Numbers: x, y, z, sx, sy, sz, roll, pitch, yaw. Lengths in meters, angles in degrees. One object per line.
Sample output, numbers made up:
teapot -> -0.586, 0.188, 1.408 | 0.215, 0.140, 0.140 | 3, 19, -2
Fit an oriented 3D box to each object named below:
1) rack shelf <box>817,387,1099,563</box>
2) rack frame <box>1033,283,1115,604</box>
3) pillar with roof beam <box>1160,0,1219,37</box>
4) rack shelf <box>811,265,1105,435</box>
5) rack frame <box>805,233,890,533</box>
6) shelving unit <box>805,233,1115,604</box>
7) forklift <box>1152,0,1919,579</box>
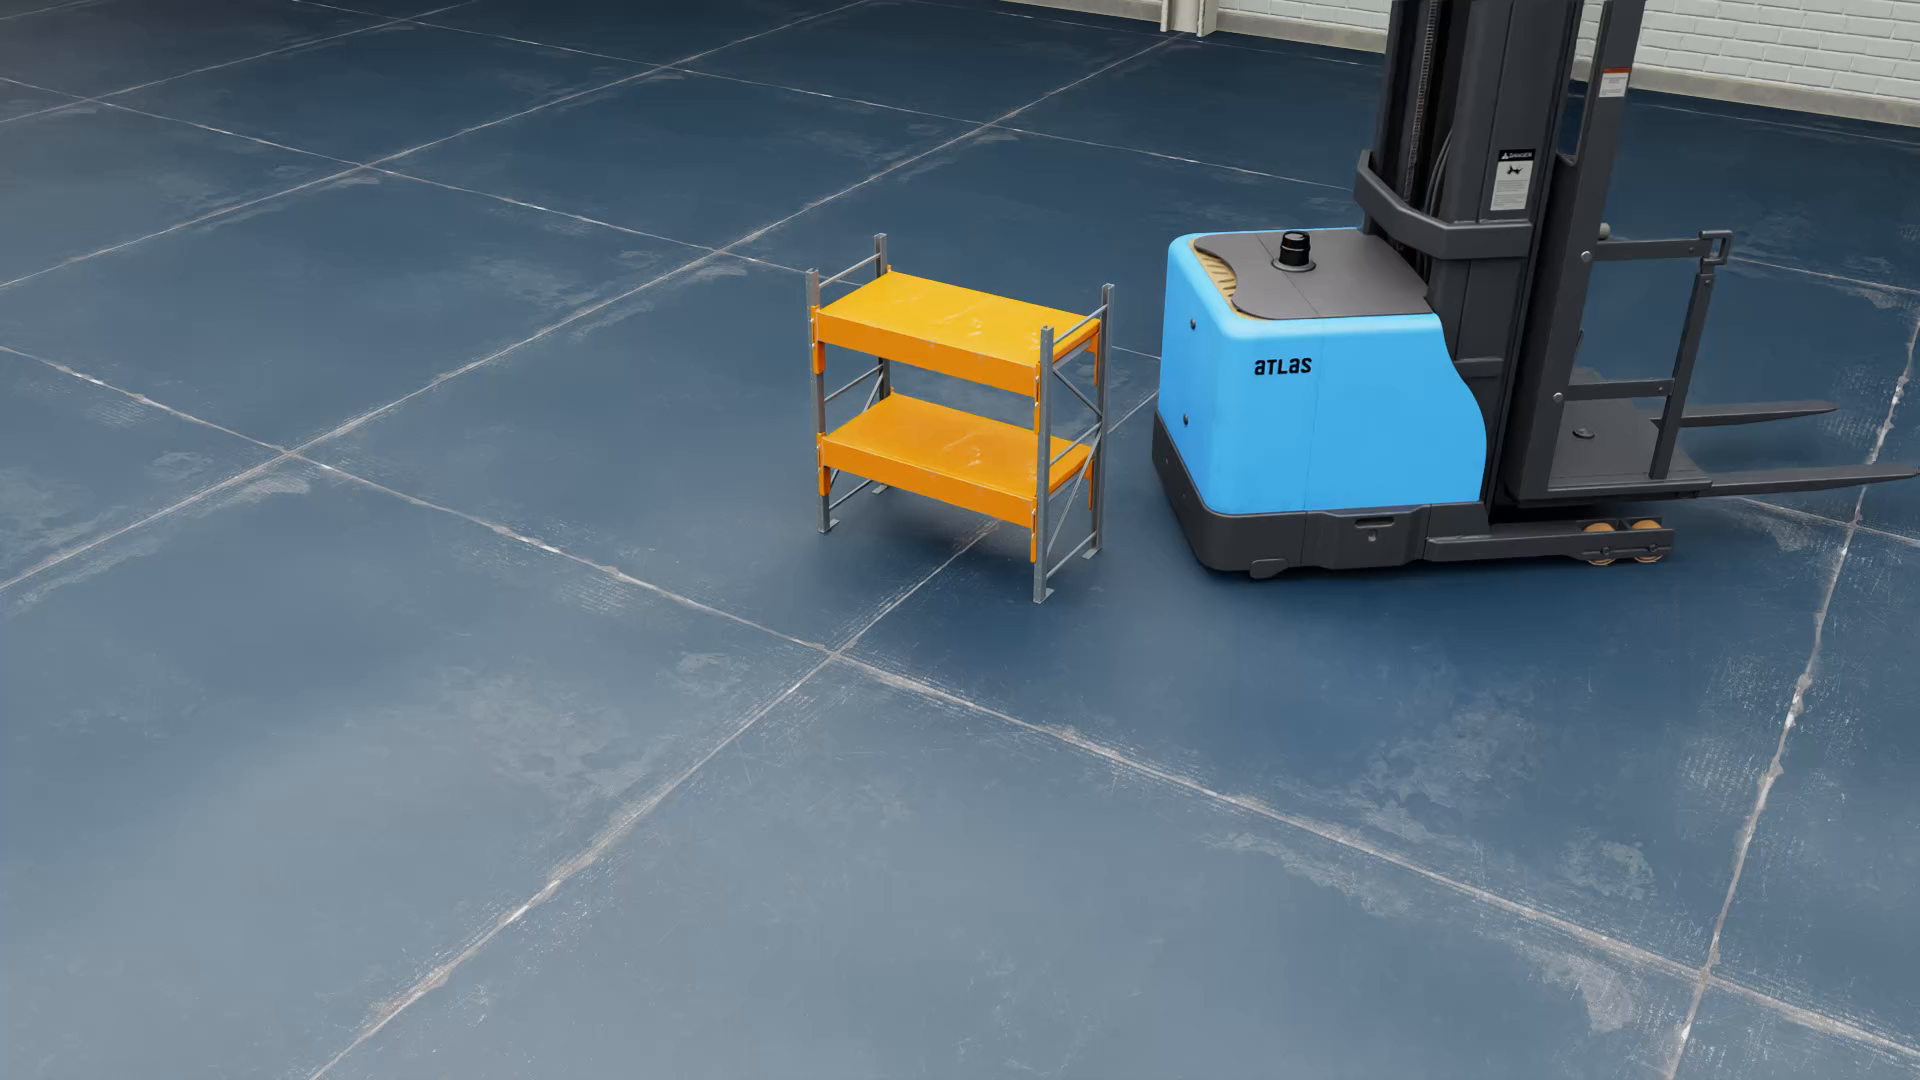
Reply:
rack shelf -> -0.006, -0.276, 6.593 | 1.000, 0.278, 0.538 | 18, 35, 27
rack frame -> 0.425, -0.351, 6.236 | 0.032, 1.125, 0.500 | 18, 35, 27
pillar with roof beam -> -0.331, -6.414, 8.814 | 0.400, 9.000, 9.100 | 18, 35, 27
rack shelf -> -0.006, -0.740, 6.322 | 1.000, 0.278, 0.538 | 18, 35, 27
rack frame -> -0.436, -0.624, 6.703 | 0.032, 1.125, 0.500 | 18, 35, 27
shelving unit -> -0.006, -0.488, 6.470 | 1.048, 1.125, 0.538 | 18, 35, 27
forklift -> 2.384, -1.427, 6.288 | 3.031, 2.935, 1.130 | -3, 30, -6
